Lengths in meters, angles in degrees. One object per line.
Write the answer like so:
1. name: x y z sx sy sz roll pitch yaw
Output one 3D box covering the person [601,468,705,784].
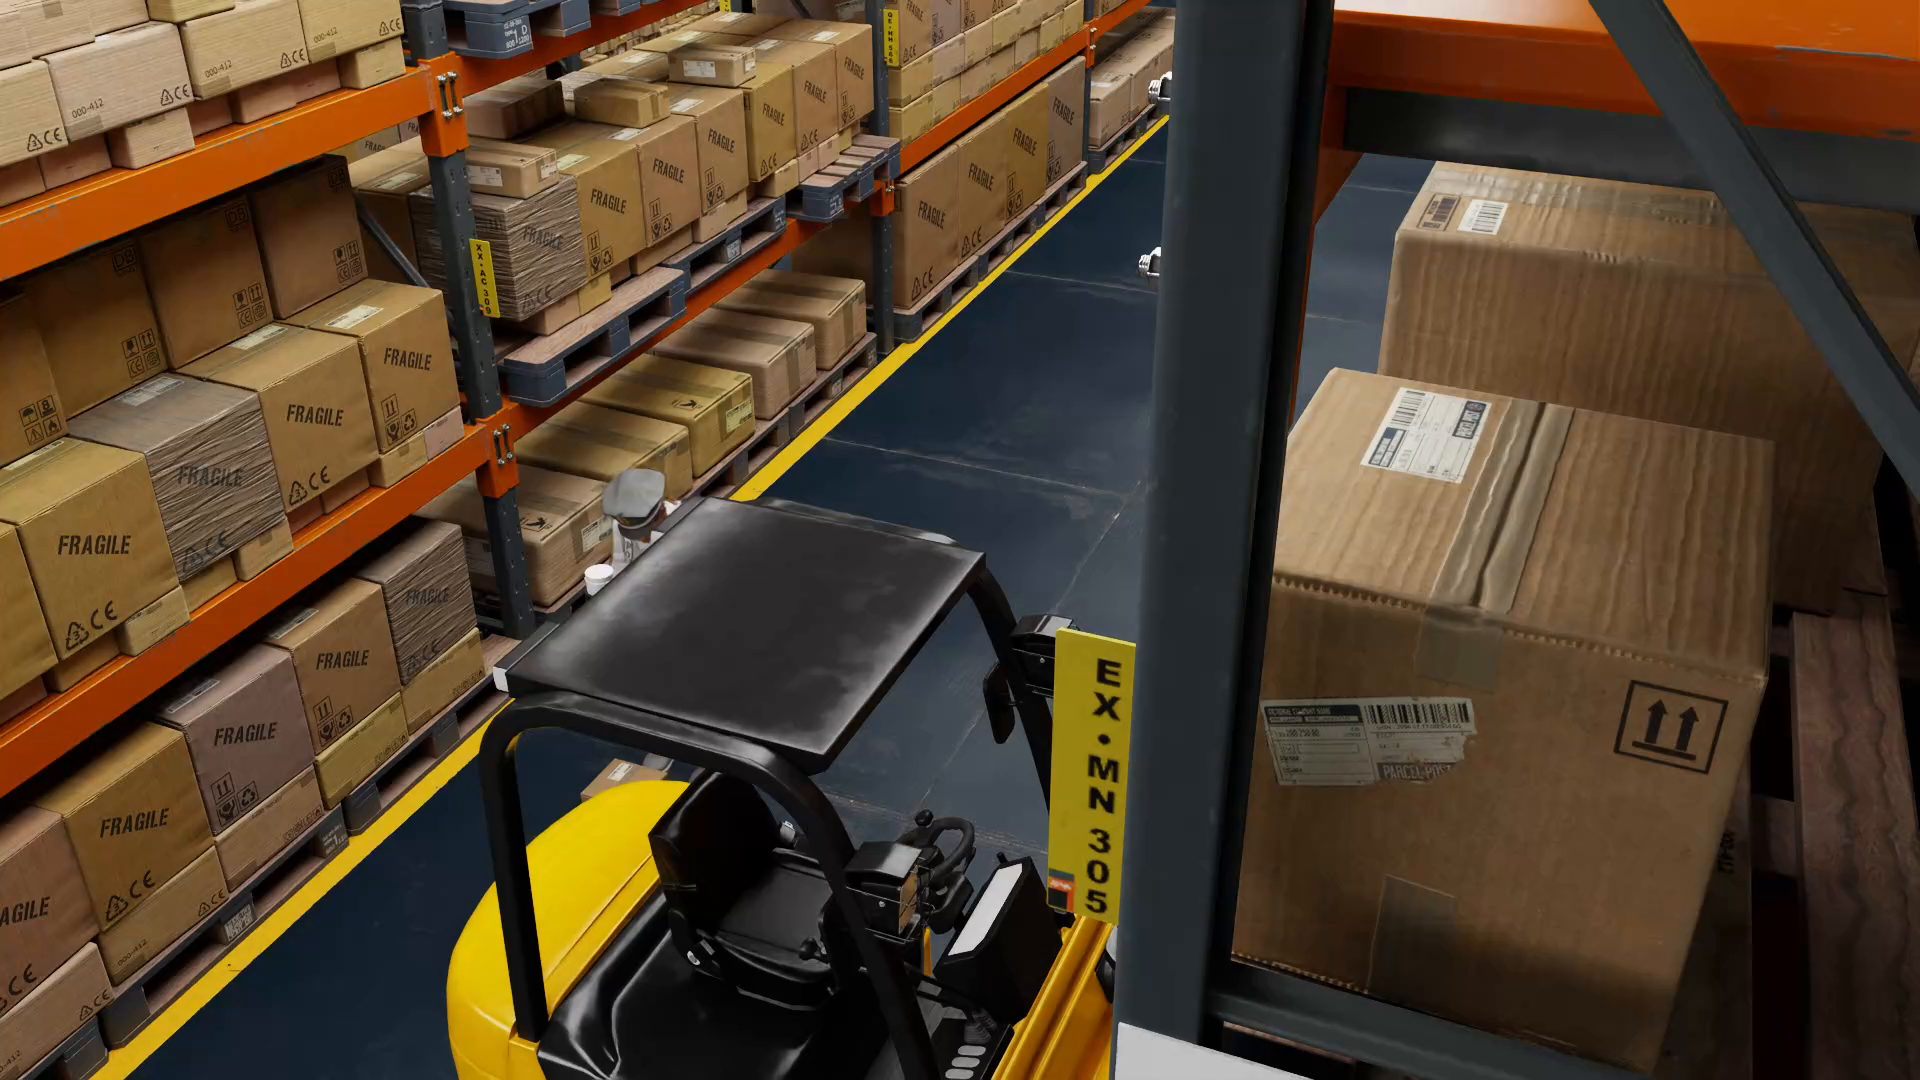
1. person: -1.149 0.347 6.699 0.529 1.501 0.607 12 32 20
